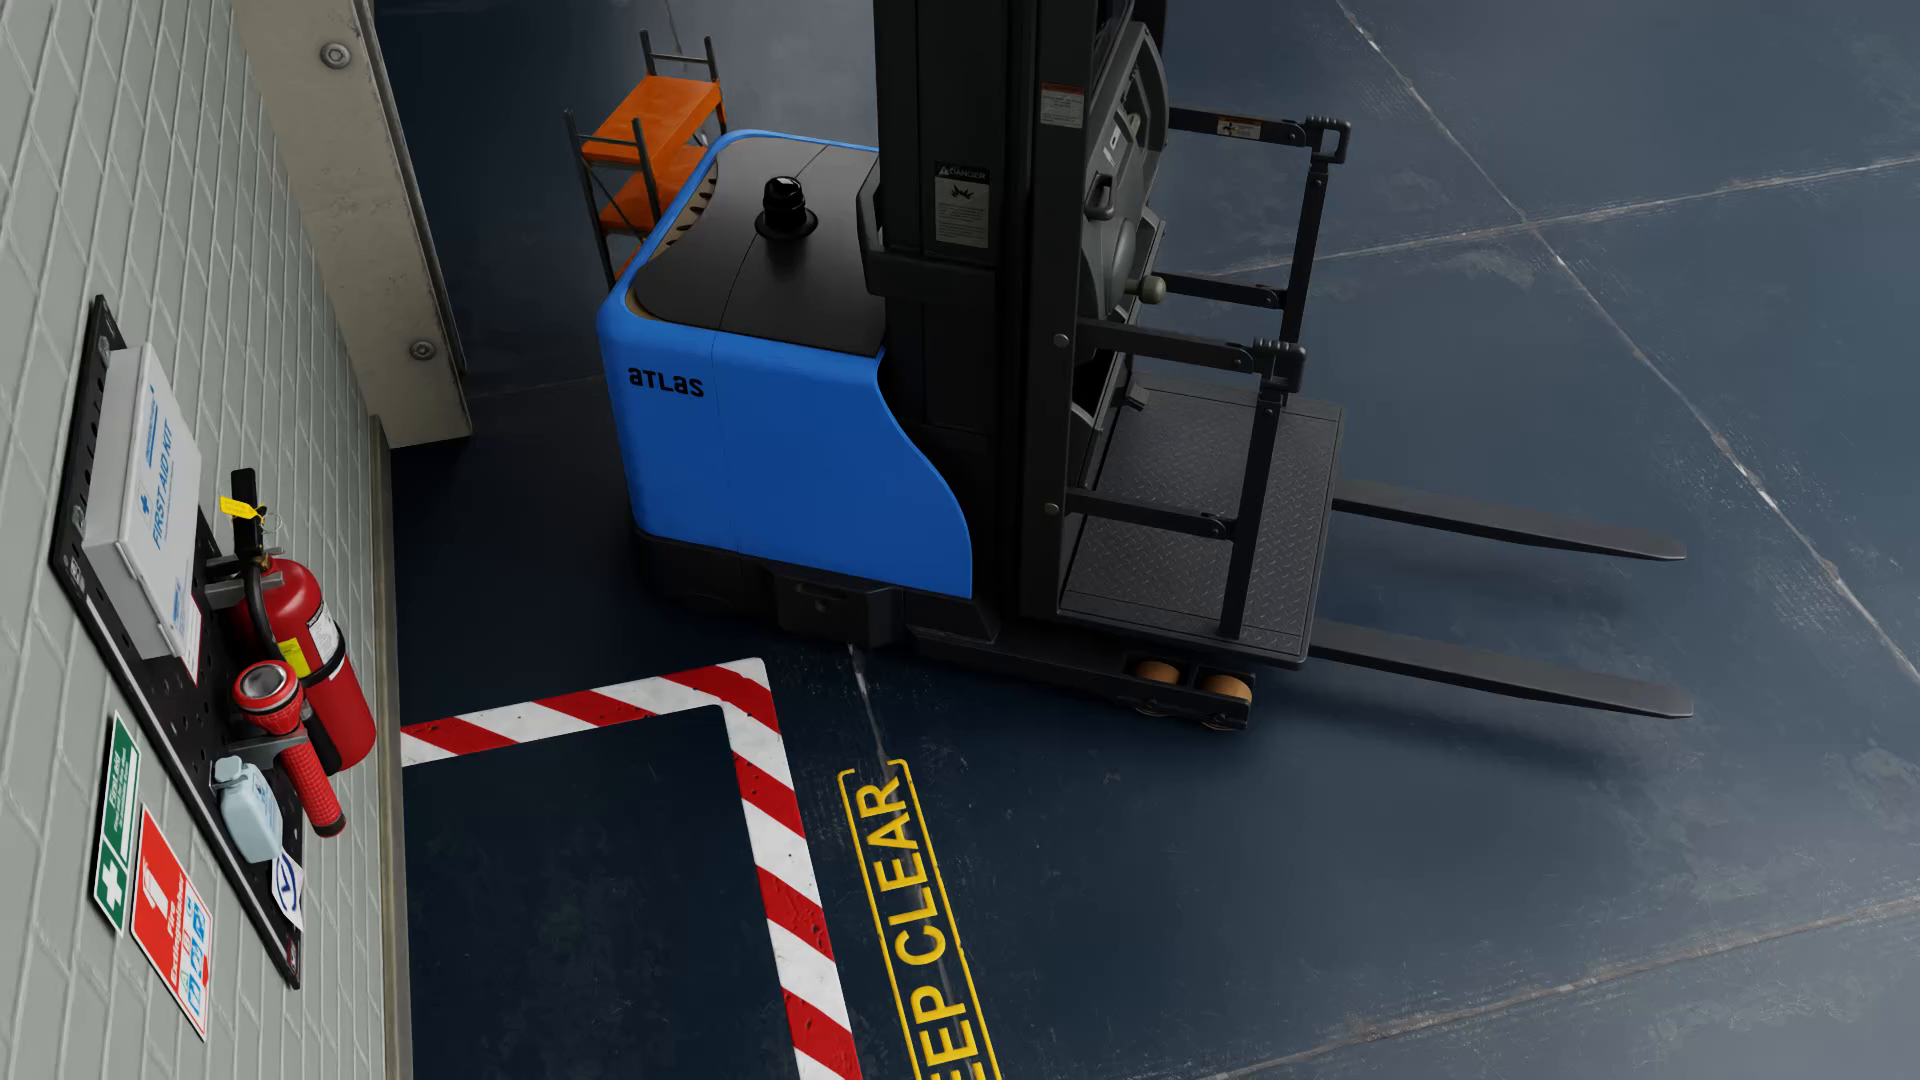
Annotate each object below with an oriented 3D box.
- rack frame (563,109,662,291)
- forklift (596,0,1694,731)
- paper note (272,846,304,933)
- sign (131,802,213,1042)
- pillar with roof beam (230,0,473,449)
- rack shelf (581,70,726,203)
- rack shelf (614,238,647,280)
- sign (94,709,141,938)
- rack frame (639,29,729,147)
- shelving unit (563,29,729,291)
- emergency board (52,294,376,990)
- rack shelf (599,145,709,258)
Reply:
[{"bbox_3d":[-0.986,-0.786,5.168,0.240,1.200,0.015,11,46,16],"label":"rack frame"},{"bbox_3d":[0.601,-0.909,4.089,3.031,2.935,1.130,11,47,11],"label":"forklift"},{"bbox_3d":[-1.266,0.643,3.136,0.016,0.148,0.142,-11,47,-10],"label":"paper note"},{"bbox_3d":[-1.203,0.588,2.548,0.001,0.329,0.234,-11,47,-10],"label":"sign"},{"bbox_3d":[2.321,-4.400,3.261,9.100,9.000,0.400,-11,47,-10],"label":"pillar with roof beam"},{"bbox_3d":[-0.934,-1.231,5.056,0.258,0.148,0.480,11,46,16],"label":"rack shelf"},{"bbox_3d":[-0.904,-0.903,5.377,0.258,0.148,0.480,11,46,16],"label":"rack shelf"},{"bbox_3d":[-1.195,0.398,2.364,0.001,0.109,0.331,-11,47,-10],"label":"sign"},{"bbox_3d":[-0.830,-1.116,5.492,0.240,1.200,0.015,11,46,16],"label":"rack frame"},{"bbox_3d":[-0.908,-0.951,5.330,0.258,1.200,0.503,11,46,16],"label":"shelving unit"},{"bbox_3d":[-1.245,0.200,2.953,0.194,1.169,0.643,-11,47,-10],"label":"emergency board"},{"bbox_3d":[-0.918,-1.062,5.221,0.258,0.148,0.480,11,46,16],"label":"rack shelf"}]
